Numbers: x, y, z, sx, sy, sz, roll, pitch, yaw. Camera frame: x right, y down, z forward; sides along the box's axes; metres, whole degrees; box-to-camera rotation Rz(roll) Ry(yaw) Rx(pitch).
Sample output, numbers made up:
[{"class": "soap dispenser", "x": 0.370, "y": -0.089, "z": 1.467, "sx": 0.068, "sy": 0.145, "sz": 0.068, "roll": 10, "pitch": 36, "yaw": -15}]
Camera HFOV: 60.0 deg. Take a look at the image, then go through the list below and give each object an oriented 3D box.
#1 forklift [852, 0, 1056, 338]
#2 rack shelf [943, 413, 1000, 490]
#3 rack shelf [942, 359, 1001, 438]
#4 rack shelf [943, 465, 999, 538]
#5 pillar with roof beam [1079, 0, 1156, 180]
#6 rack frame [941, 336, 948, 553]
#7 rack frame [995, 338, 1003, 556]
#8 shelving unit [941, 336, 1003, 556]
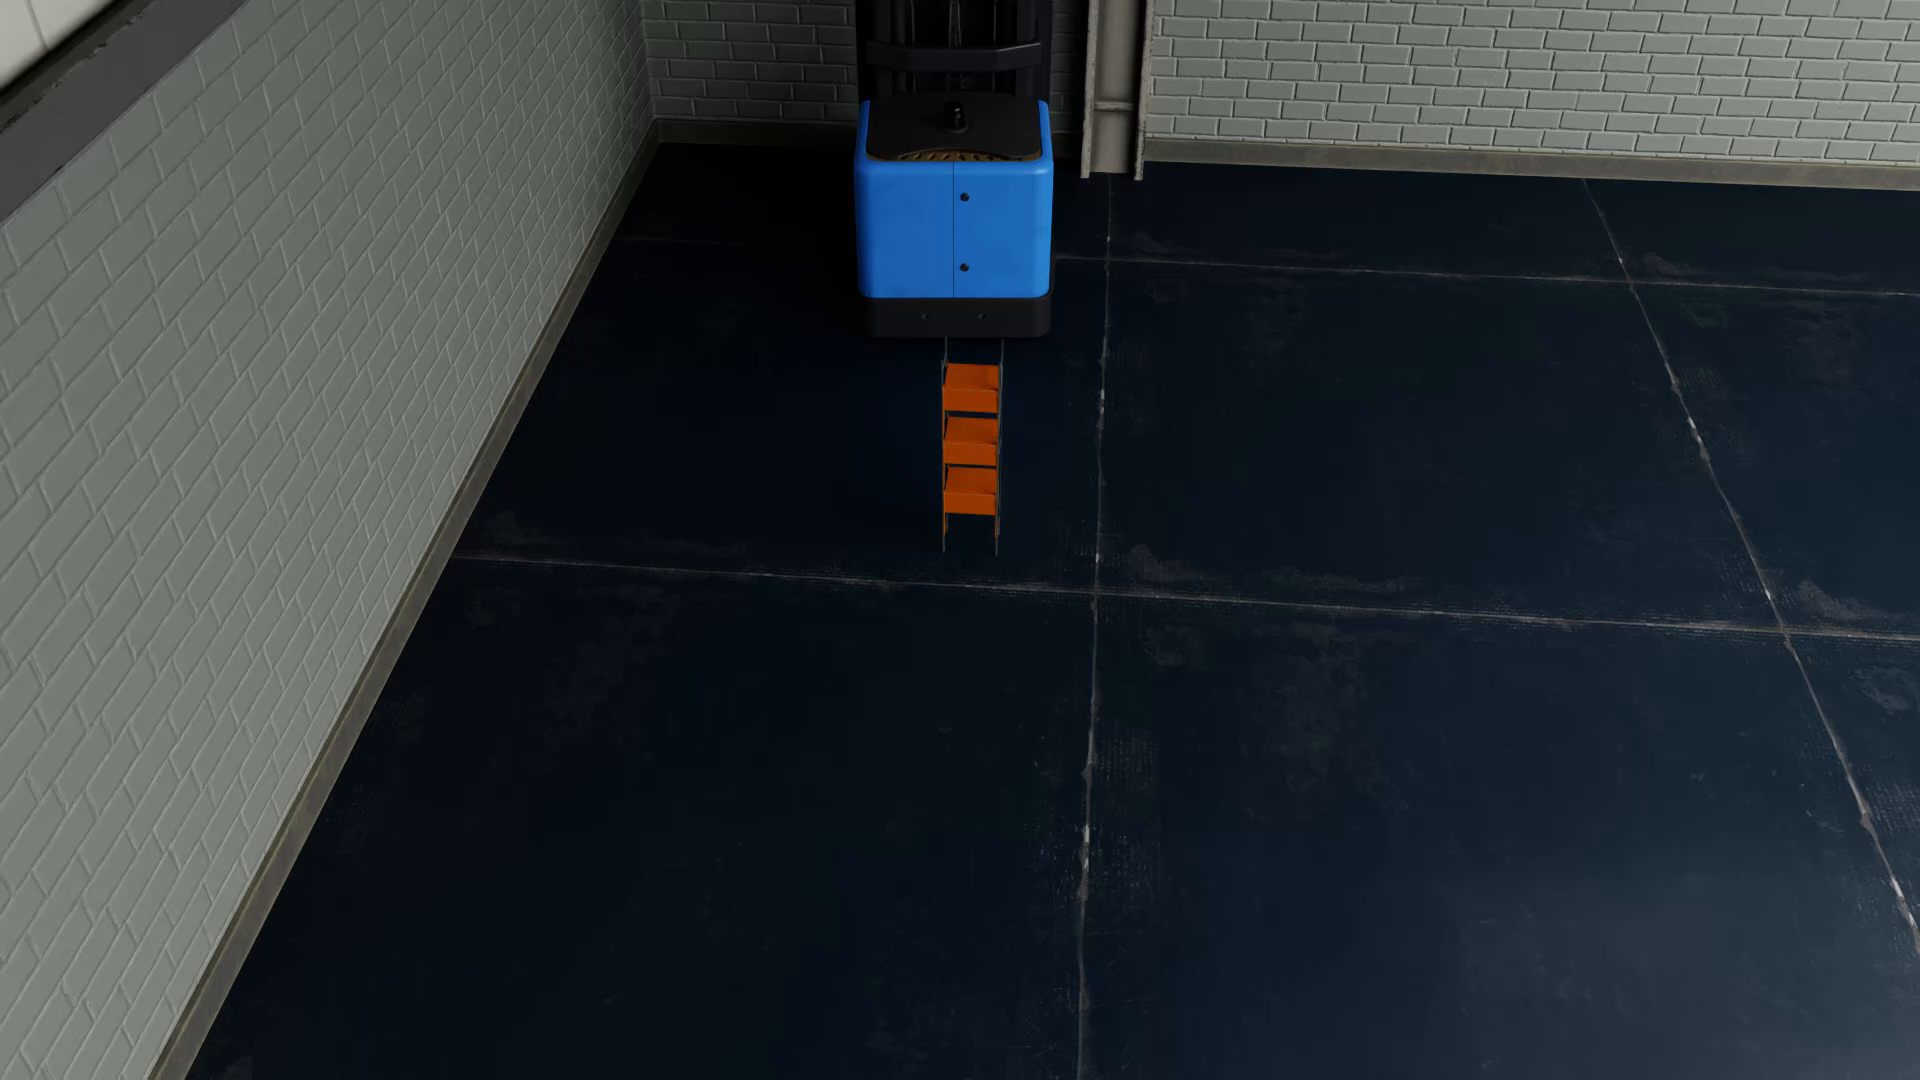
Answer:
[{"class": "forklift", "x": -0.033, "y": -3.129, "z": 9.272, "sx": 1.130, "sy": 2.935, "sz": 3.031, "roll": 0, "pitch": 39, "yaw": 0}, {"class": "rack shelf", "x": 0.053, "y": -0.396, "z": 7.422, "sx": 0.240, "sy": 0.259, "sz": 0.215, "roll": 3, "pitch": 39, "yaw": 4}, {"class": "rack shelf", "x": 0.053, "y": -0.616, "z": 7.243, "sx": 0.240, "sy": 0.259, "sz": 0.215, "roll": 3, "pitch": 39, "yaw": 4}, {"class": "rack shelf", "x": 0.053, "y": -0.180, "z": 7.597, "sx": 0.240, "sy": 0.259, "sz": 0.215, "roll": 3, "pitch": 39, "yaw": 4}, {"class": "pillar with roof beam", "x": 0.601, "y": -3.174, "z": 4.522, "sx": 0.400, "sy": 9.000, "sz": 9.100, "roll": 3, "pitch": 39, "yaw": 4}, {"class": "rack frame", "x": -0.068, "y": -0.411, "z": 7.423, "sx": 0.008, "sy": 1.050, "sz": 0.200, "roll": 3, "pitch": 39, "yaw": 4}, {"class": "rack frame", "x": 0.175, "y": -0.398, "z": 7.407, "sx": 0.008, "sy": 1.050, "sz": 0.200, "roll": 3, "pitch": 39, "yaw": 4}, {"class": "shelving unit", "x": 0.053, "y": -0.404, "z": 7.415, "sx": 0.252, "sy": 1.050, "sz": 0.215, "roll": 3, "pitch": 39, "yaw": 4}]
